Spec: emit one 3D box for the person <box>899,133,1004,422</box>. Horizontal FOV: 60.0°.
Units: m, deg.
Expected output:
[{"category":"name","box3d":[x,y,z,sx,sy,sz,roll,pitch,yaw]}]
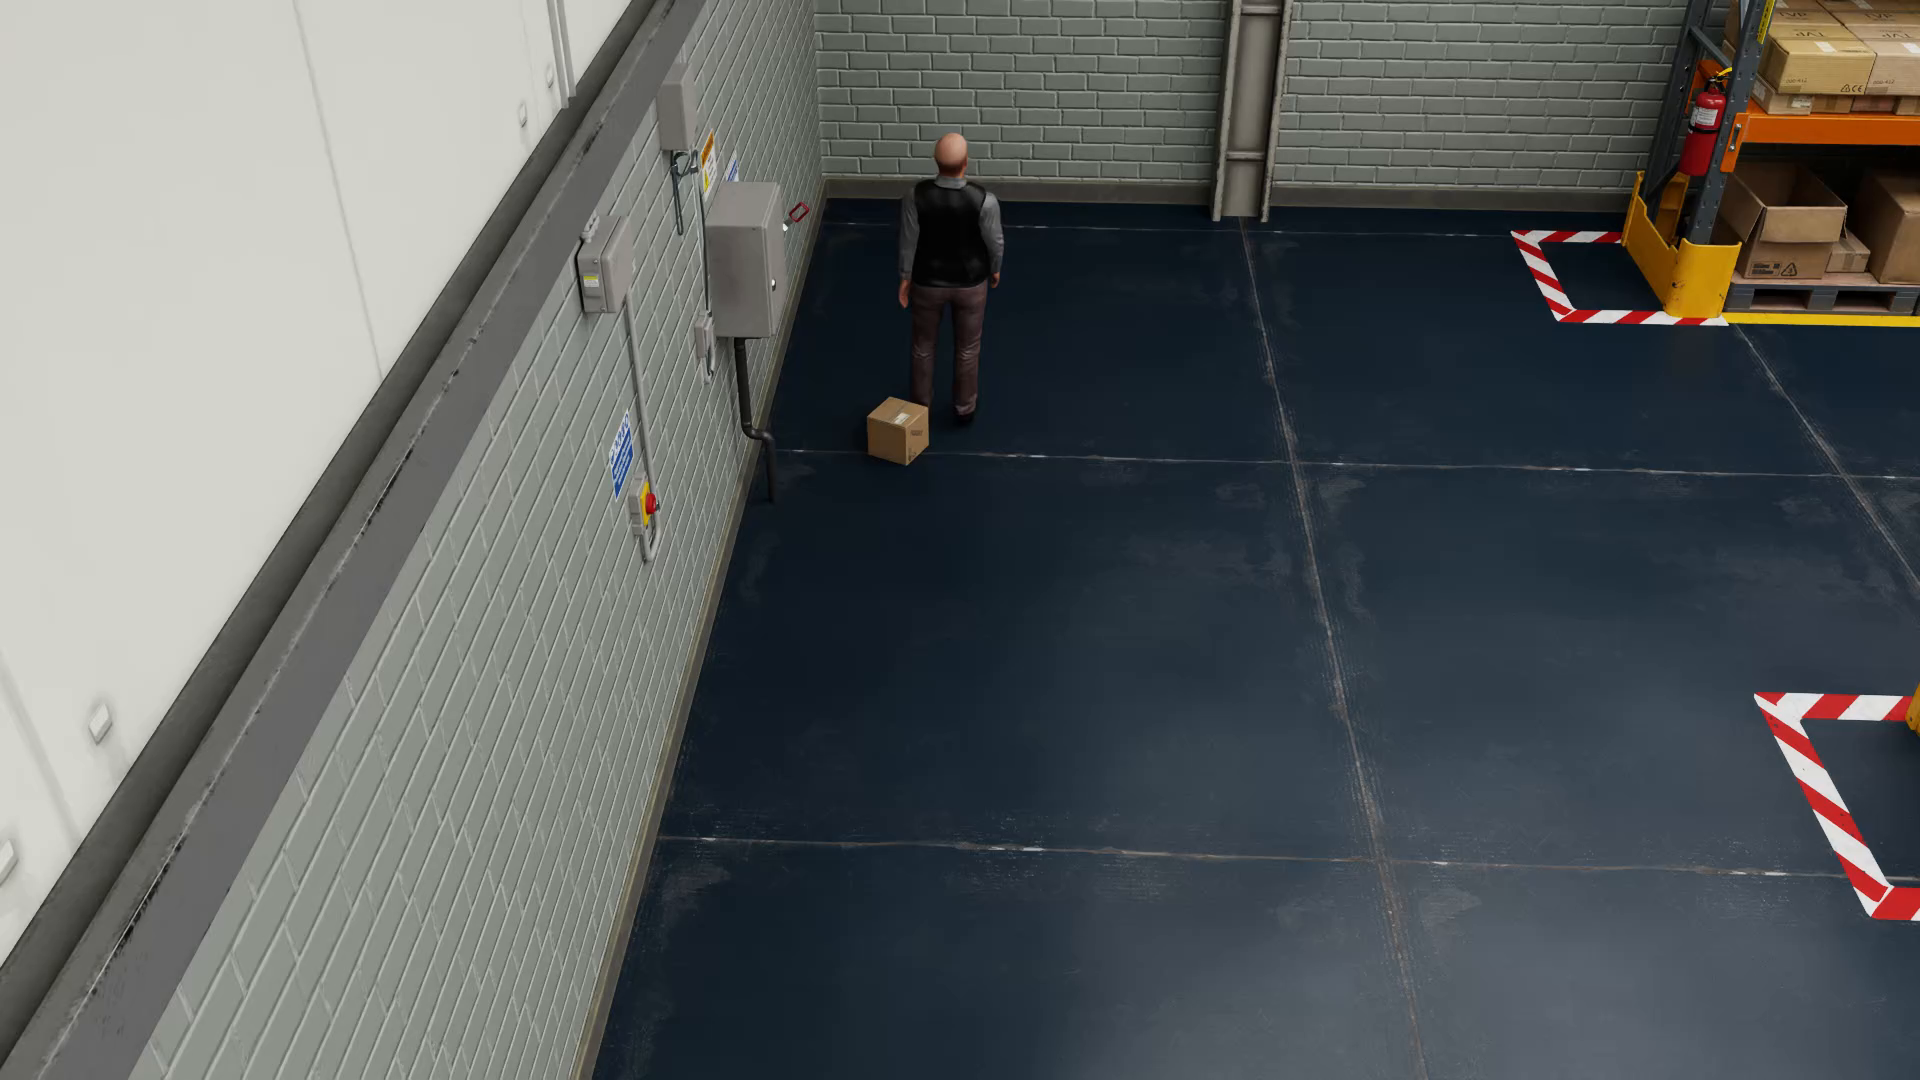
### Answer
[{"category":"person","box3d":[-0.044,-1.411,9.104,0.569,1.760,0.437,3,36,4]}]
